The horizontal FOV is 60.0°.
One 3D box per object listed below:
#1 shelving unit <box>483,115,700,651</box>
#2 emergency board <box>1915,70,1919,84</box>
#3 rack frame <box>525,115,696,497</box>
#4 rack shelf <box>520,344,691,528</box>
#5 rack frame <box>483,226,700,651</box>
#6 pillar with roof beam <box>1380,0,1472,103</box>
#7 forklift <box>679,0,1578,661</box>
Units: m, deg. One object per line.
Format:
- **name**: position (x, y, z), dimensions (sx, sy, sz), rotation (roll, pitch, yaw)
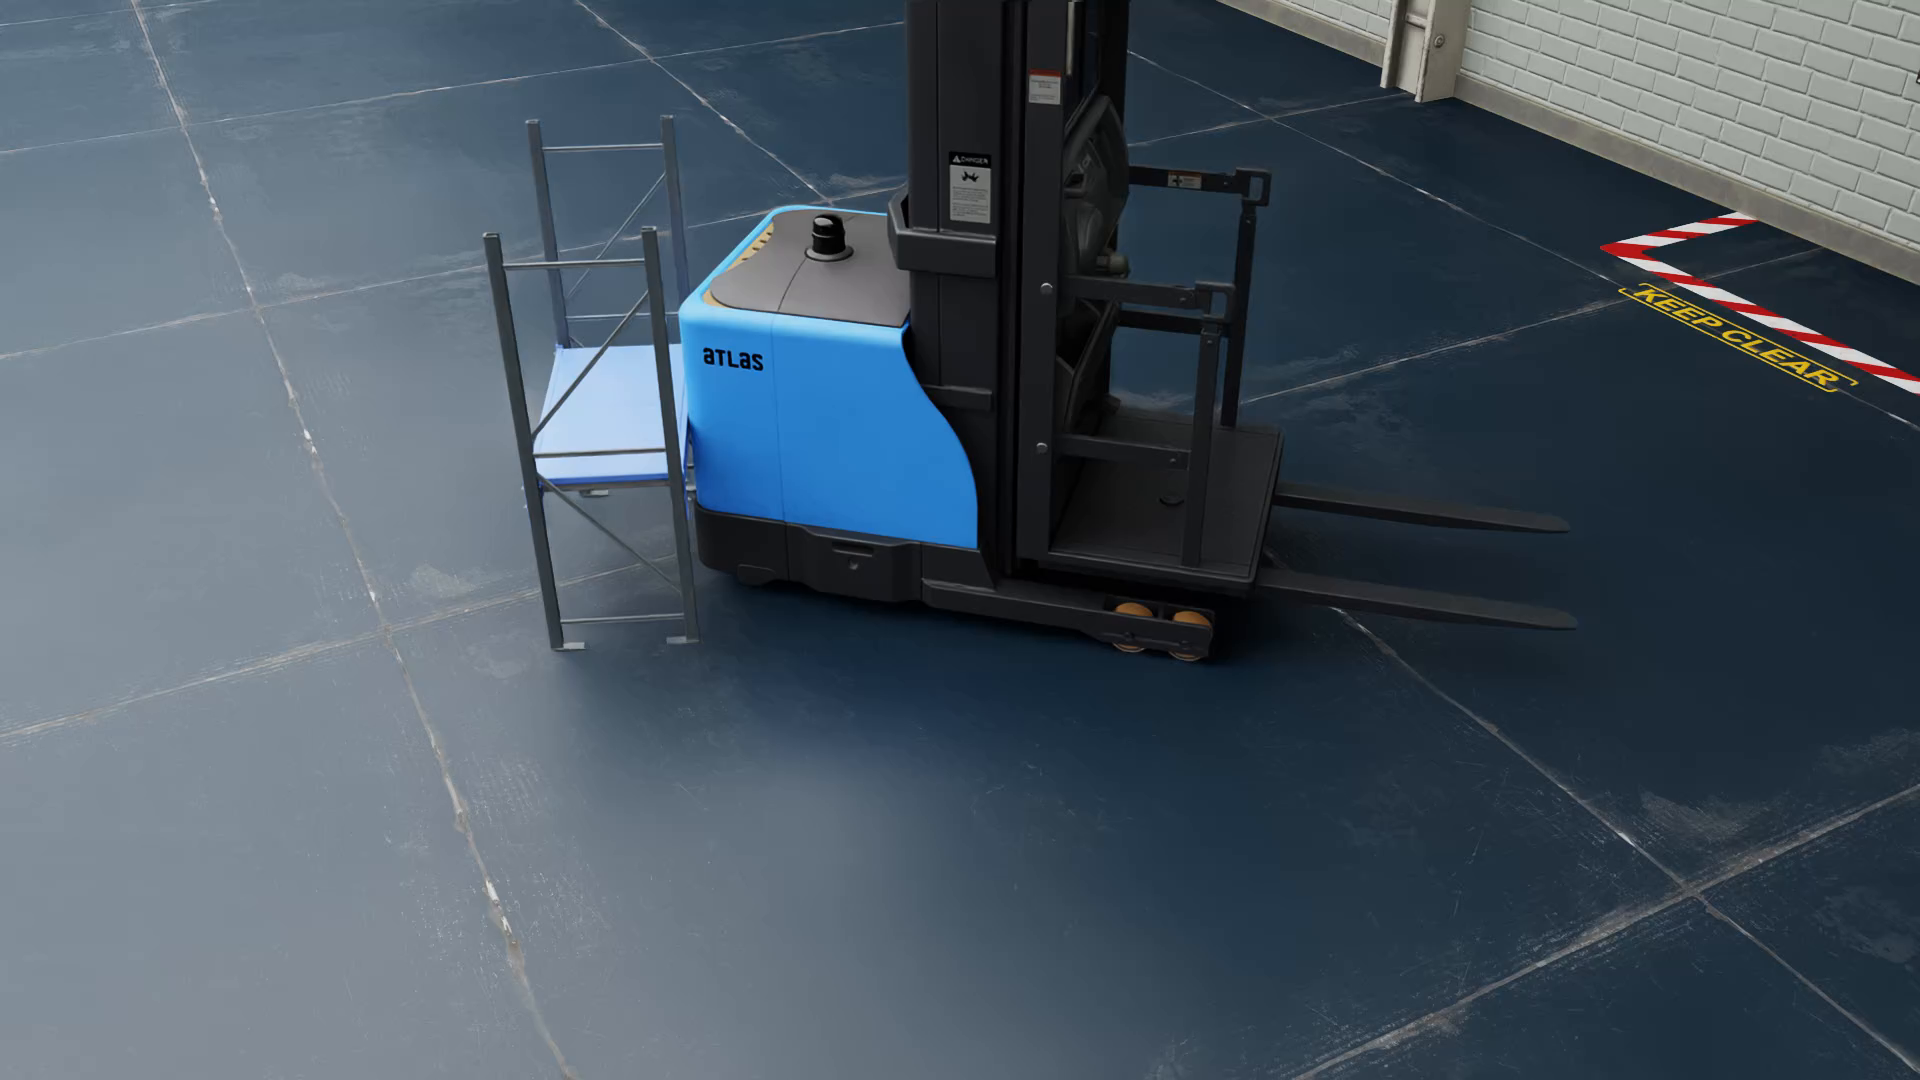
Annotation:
- **shelving unit**: position (-1.194, -0.548, 5.714), dimensions (0.538, 1.500, 1.048), rotation (-3, 33, -5)
- **emergency board**: position (4.668, -2.518, 7.399), dimensions (0.157, 1.169, 0.626), rotation (-16, 36, -23)
- **rack frame**: position (-1.243, -0.821, 6.140), dimensions (0.500, 1.500, 0.032), rotation (-3, 33, -5)
- **rack shelf**: position (-1.194, -0.396, 5.811), dimensions (0.538, 0.185, 1.000), rotation (-3, 33, -5)
- **rack frame**: position (-1.145, -0.275, 5.288), dimensions (0.500, 1.500, 0.032), rotation (-3, 33, -5)
- **pillar with roof beam**: position (-0.832, -5.627, 6.691), dimensions (9.100, 9.000, 0.400), rotation (-16, 36, -23)
- **forklift**: position (0.626, -1.144, 5.319), dimensions (3.031, 2.935, 1.130), rotation (8, 34, 12)
